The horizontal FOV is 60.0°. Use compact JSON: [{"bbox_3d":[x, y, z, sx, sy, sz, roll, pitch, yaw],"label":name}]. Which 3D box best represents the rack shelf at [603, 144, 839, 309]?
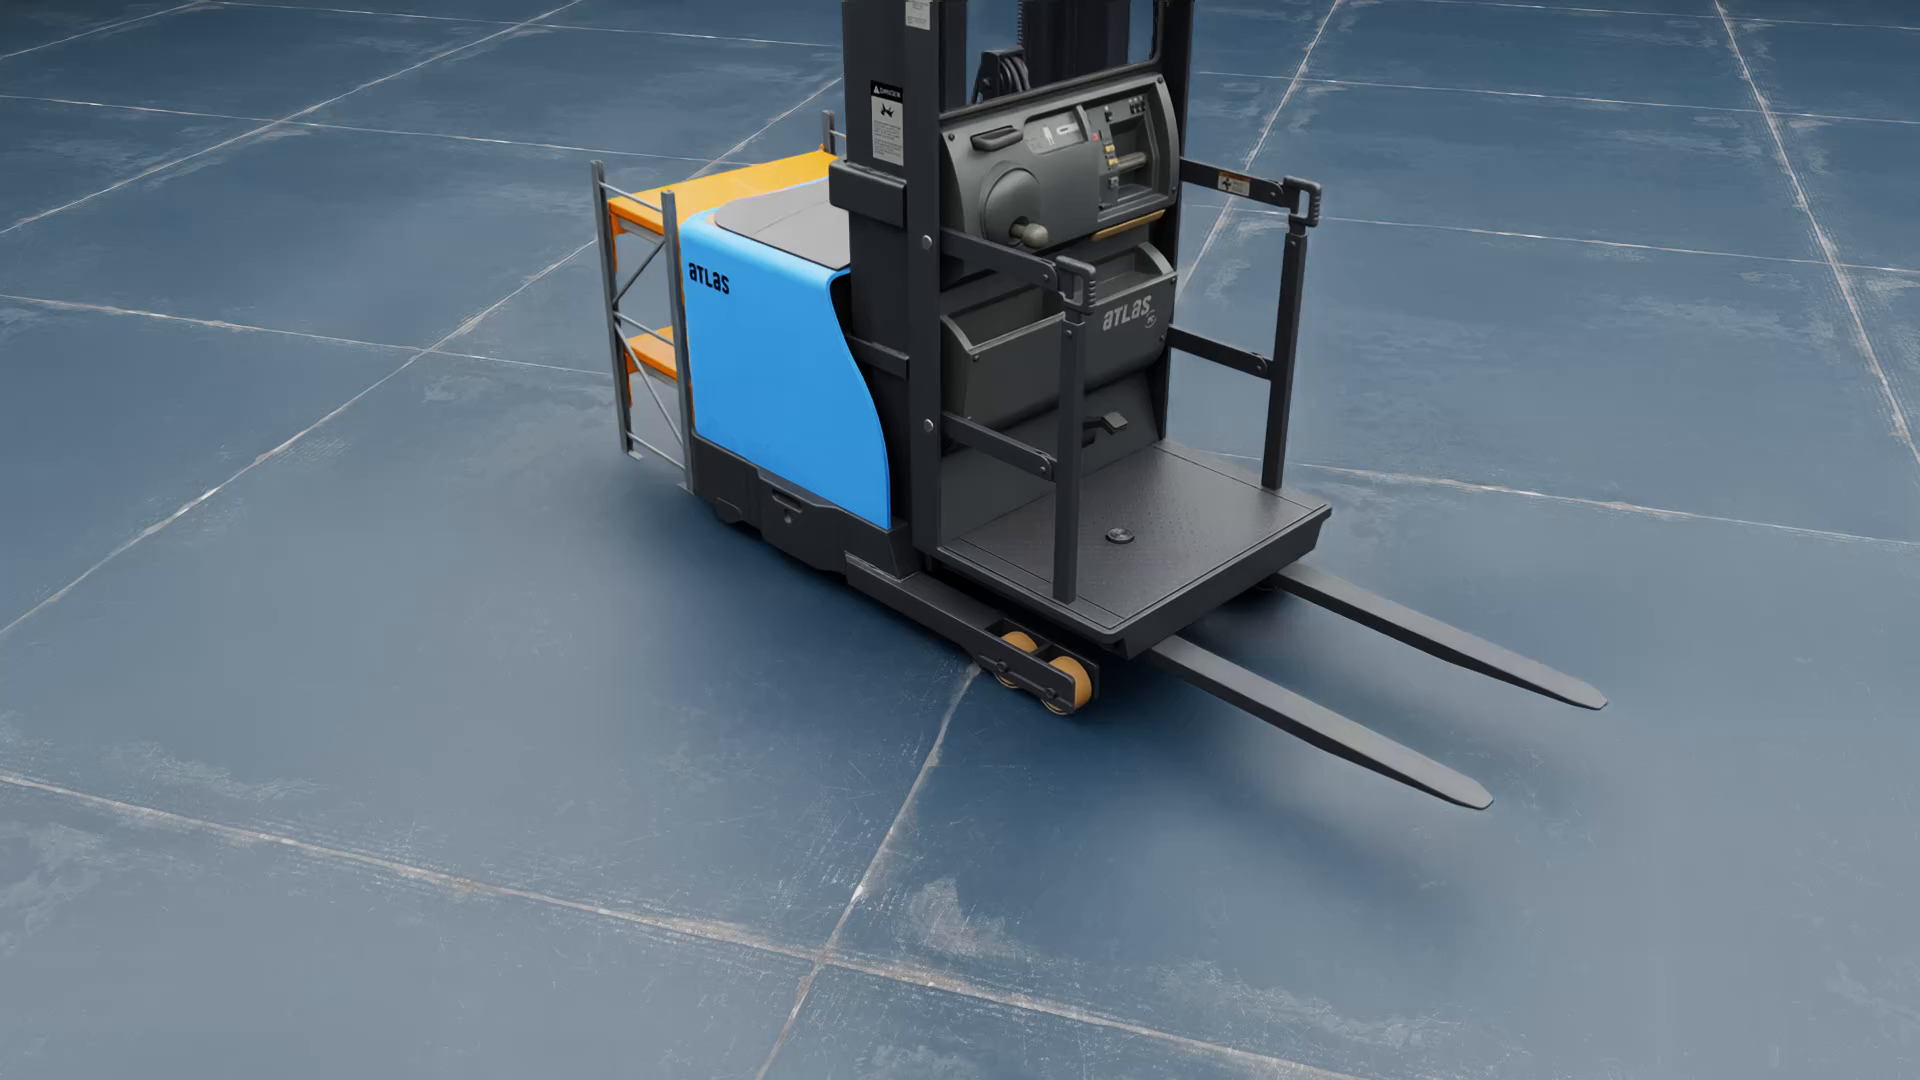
[{"bbox_3d":[-0.739,-1.166,6.087,1.000,0.278,0.538,-23,37,-35],"label":"rack shelf"}]

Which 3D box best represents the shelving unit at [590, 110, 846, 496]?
[{"bbox_3d":[-0.739,-0.911,6.230,1.048,1.125,0.538,-23,37,-35],"label":"shelving unit"}]

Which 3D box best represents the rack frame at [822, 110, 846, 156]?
[{"bbox_3d":[-0.357,-1.074,6.523,0.032,1.125,0.500,-23,37,-35],"label":"rack frame"}]

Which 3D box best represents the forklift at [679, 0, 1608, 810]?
[{"bbox_3d":[0.457,-1.058,4.637,1.130,2.935,3.031,-26,38,-38],"label":"forklift"}]

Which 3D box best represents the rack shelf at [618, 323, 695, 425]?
[{"bbox_3d":[-0.739,-0.697,6.349,1.000,0.278,0.538,-23,37,-35],"label":"rack shelf"}]

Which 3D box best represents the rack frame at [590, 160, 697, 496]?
[{"bbox_3d":[-1.121,-0.747,5.937,0.032,1.125,0.500,-23,37,-35],"label":"rack frame"}]
